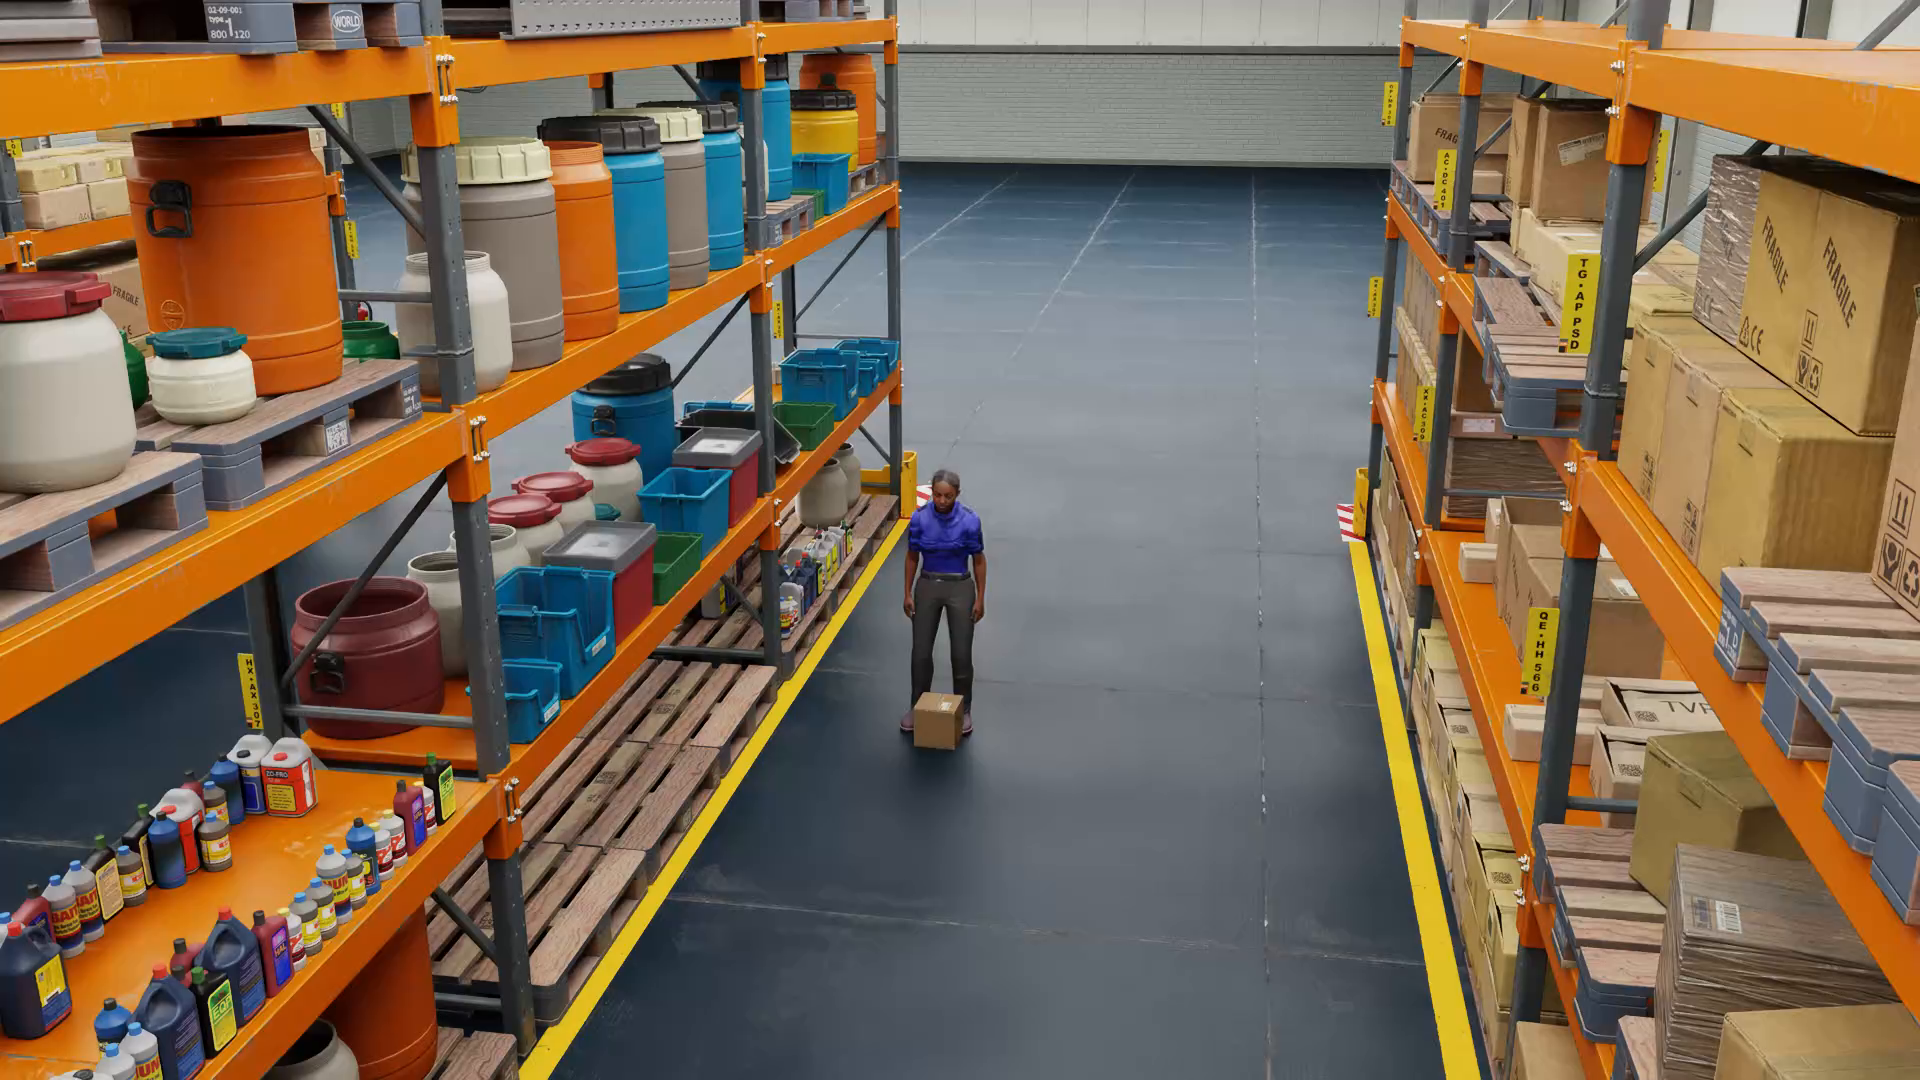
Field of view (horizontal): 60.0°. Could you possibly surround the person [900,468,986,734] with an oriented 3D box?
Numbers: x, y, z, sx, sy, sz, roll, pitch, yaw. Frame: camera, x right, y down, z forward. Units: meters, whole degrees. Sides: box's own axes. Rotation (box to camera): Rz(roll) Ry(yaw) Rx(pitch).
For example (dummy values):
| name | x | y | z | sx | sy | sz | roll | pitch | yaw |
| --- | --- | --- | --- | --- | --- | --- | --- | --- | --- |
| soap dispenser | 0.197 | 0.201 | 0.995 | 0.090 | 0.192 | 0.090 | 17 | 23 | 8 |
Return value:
| name | x | y | z | sx | sy | sz | roll | pitch | yaw |
| --- | --- | --- | --- | --- | --- | --- | --- | --- | --- |
| person | -0.101 | 0.348 | 9.991 | 0.512 | 1.654 | 0.352 | 3 | 18 | 8 |
